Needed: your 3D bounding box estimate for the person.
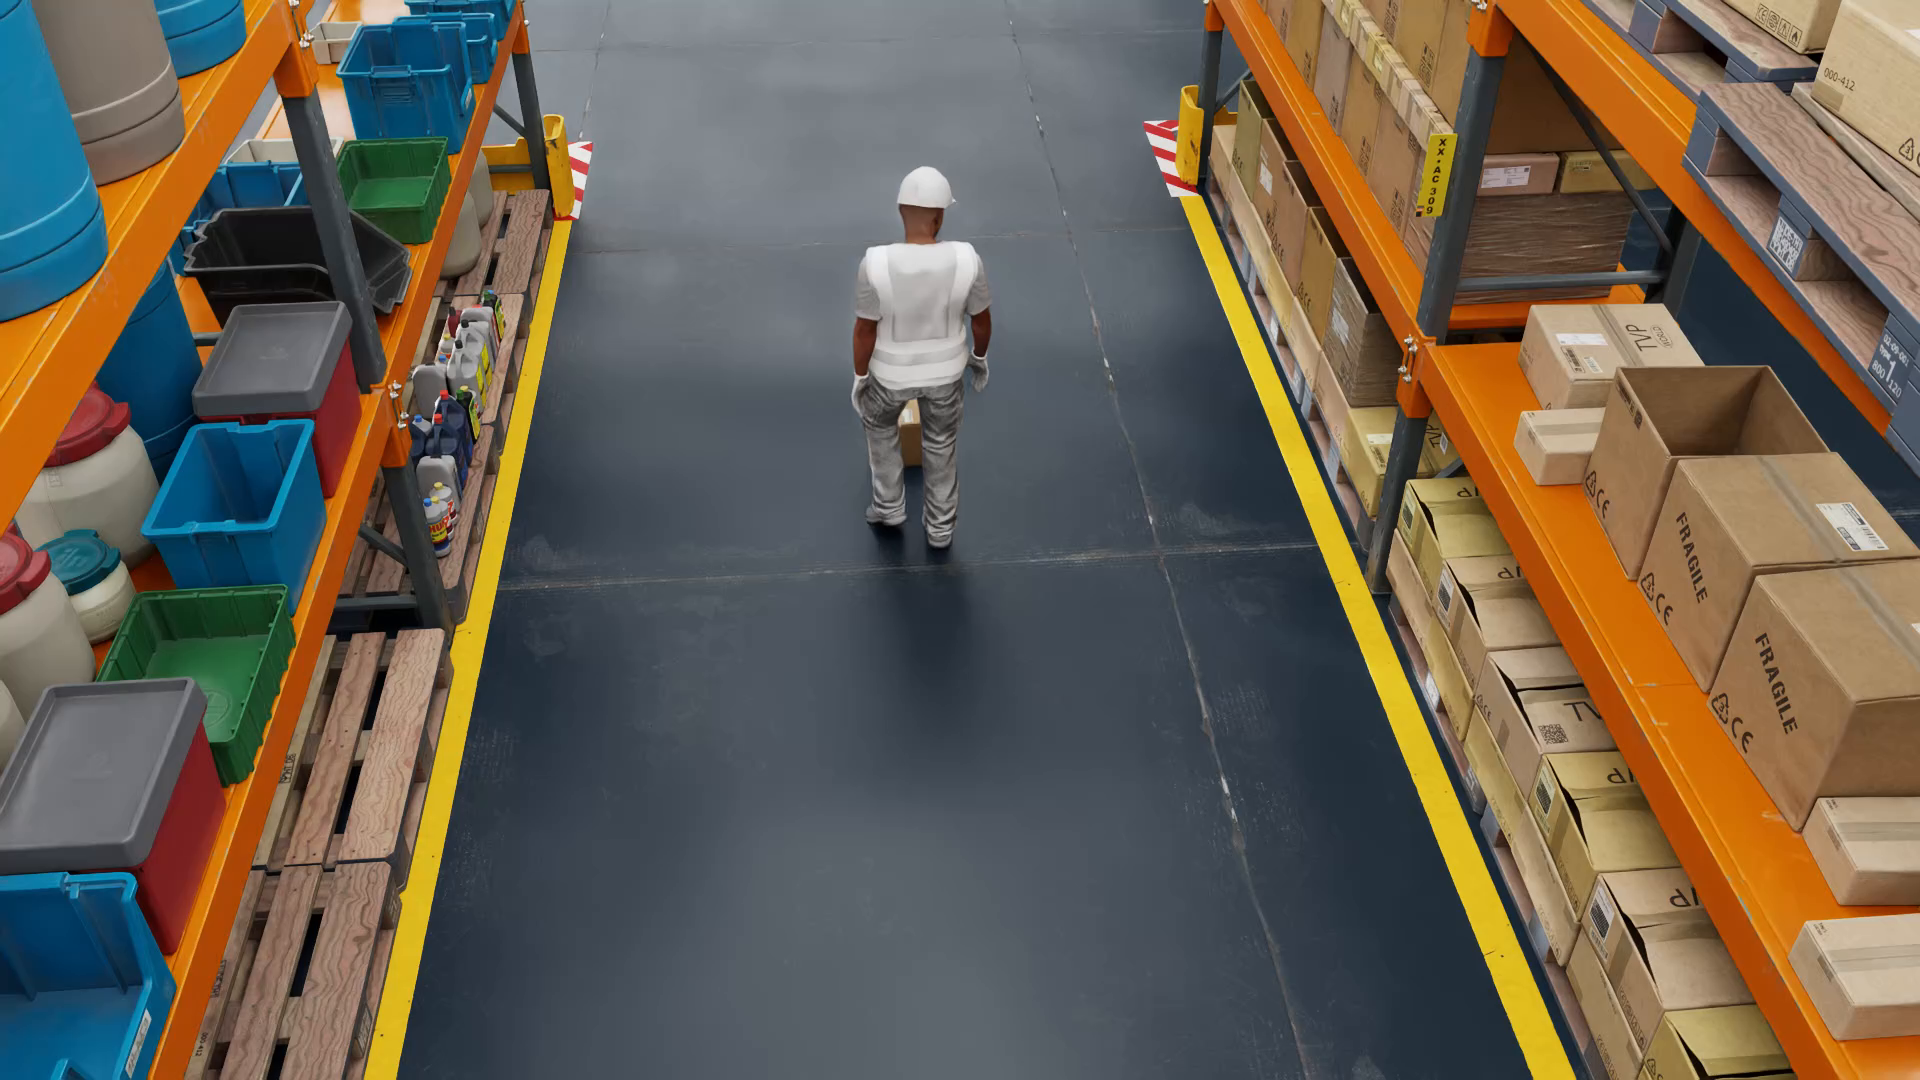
[{"bbox_3d":[-0.179,-0.730,7.059,0.602,1.837,0.450,-6,39,-7],"label":"person"}]
